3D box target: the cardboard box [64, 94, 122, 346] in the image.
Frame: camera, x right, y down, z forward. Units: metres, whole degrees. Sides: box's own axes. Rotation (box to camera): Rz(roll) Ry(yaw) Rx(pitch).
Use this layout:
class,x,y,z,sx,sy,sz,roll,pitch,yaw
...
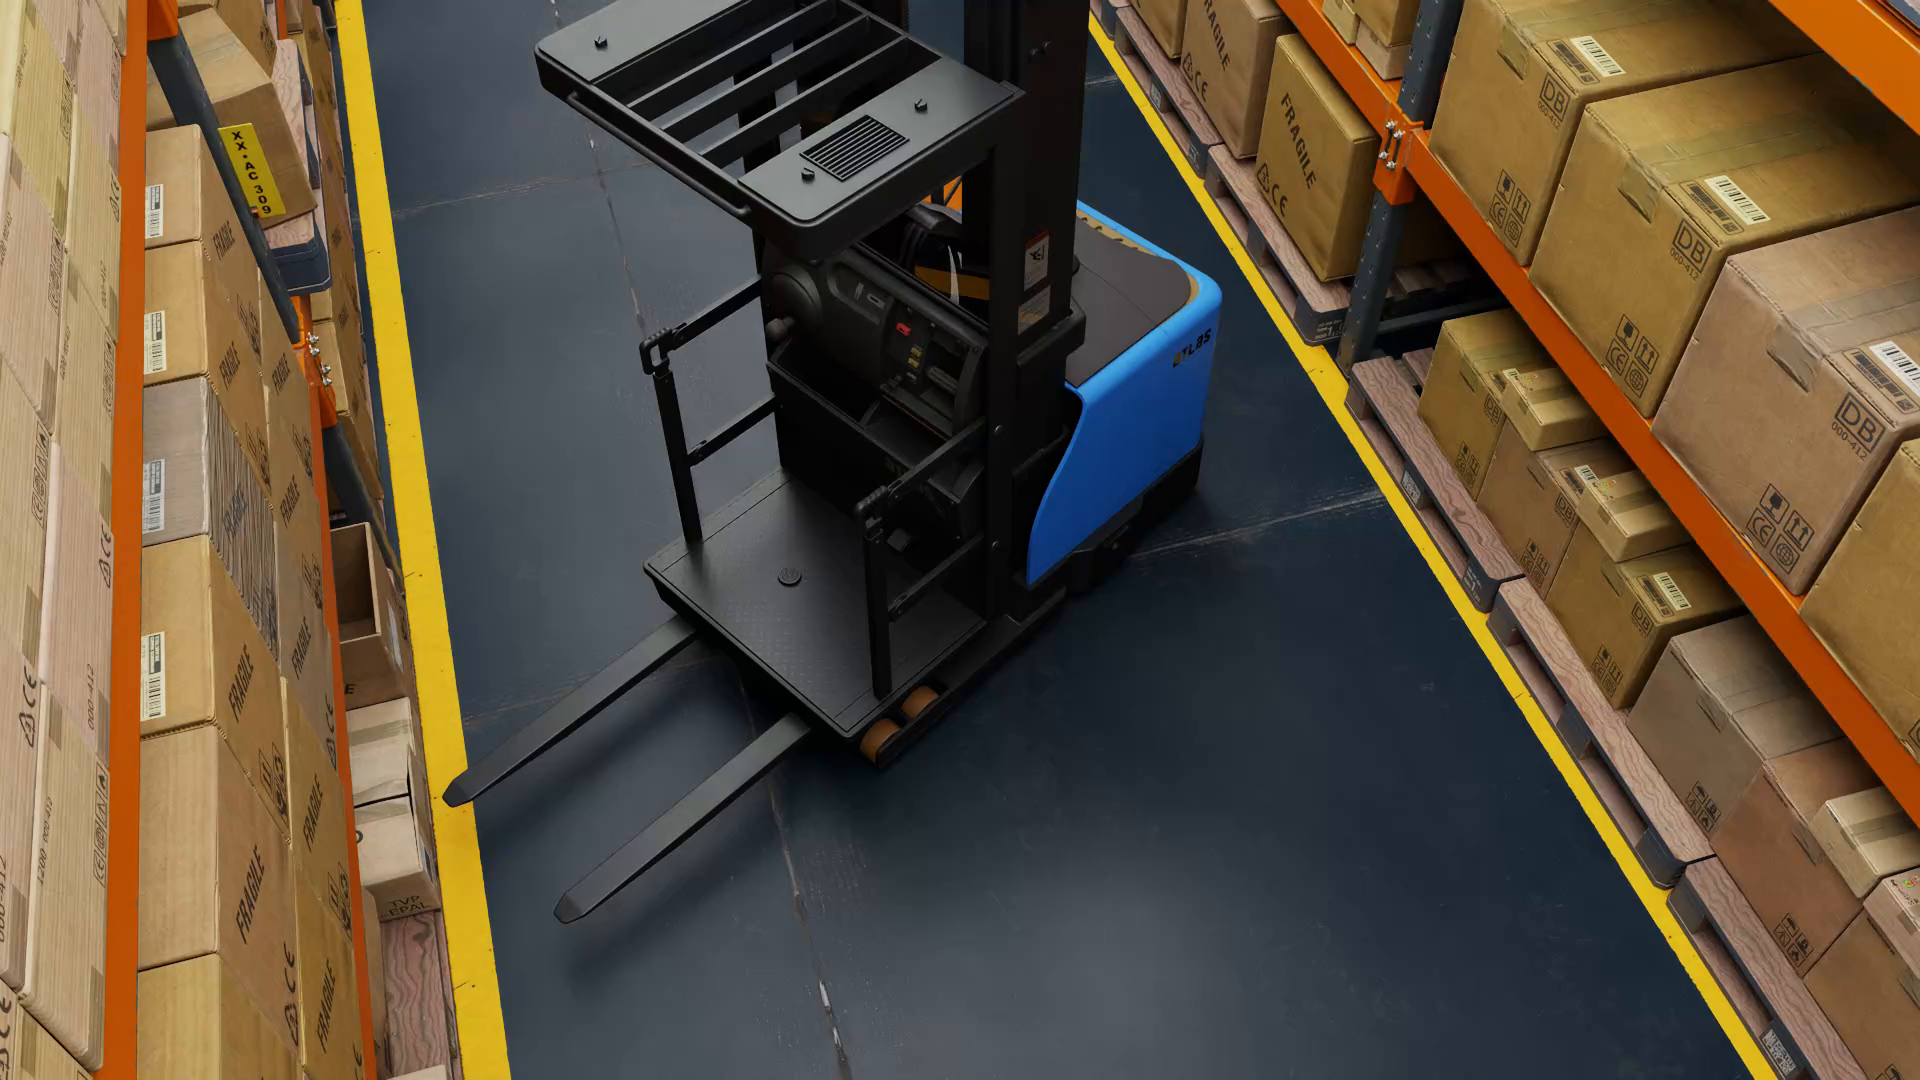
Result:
class,x,y,z,sx,sy,sz,roll,pitch,yaw
cardboard box,-1.924,-0.576,3.199,0.500,0.250,0.500,-13,51,-11

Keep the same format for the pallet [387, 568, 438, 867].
class,x,y,z,sx,sy,sz,roll,pitch,yaw
pallet,-2.414,0.717,5.797,1.003,0.211,1.213,-13,51,-11

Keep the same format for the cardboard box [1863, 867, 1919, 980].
class,x,y,z,sx,sy,sz,roll,pitch,yaw
cardboard box,2.784,1.036,4.641,0.380,0.149,0.250,-14,51,-11

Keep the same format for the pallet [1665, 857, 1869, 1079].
class,x,y,z,sx,sy,sz,roll,pitch,yaw
pallet,2.987,1.448,5.181,1.003,0.211,1.213,-13,51,-11

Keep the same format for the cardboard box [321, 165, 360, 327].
class,x,y,z,sx,sy,sz,roll,pitch,yaw
cardboard box,-2.835,-1.181,6.921,0.500,0.500,0.500,-13,51,-11

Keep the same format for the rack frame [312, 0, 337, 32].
class,x,y,z,sx,sy,sz,roll,pitch,yaw
rack frame,-3.799,-3.605,7.617,1.000,3.000,0.127,-13,51,-11

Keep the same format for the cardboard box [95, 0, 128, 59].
class,x,y,z,sx,sy,sz,roll,pitch,yaw
cardboard box,-2.218,-1.307,3.816,0.500,0.250,0.500,-13,51,-11

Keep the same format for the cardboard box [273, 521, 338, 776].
class,x,y,z,sx,sy,sz,roll,pitch,yaw
cardboard box,-1.915,0.343,4.224,0.500,0.500,0.500,-12,51,-10

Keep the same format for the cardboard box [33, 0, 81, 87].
class,x,y,z,sx,sy,sz,roll,pitch,yaw
cardboard box,-2.068,-1.103,3.317,0.500,0.250,0.500,-13,51,-11

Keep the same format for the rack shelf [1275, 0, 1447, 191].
class,x,y,z,sx,sy,sz,roll,pitch,yaw
rack shelf,1.524,-3.035,7.607,1.077,0.370,4.000,-13,51,-11

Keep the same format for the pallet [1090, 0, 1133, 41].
class,x,y,z,sx,sy,sz,roll,pitch,yaw
pallet,1.094,-3.236,9.129,1.003,0.211,1.213,-13,51,-11

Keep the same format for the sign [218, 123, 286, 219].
class,x,y,z,sx,sy,sz,roll,pitch,yaw
sign,-2.100,-1.091,4.931,0.100,0.325,0.005,-13,51,-11

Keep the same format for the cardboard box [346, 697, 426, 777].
class,x,y,z,sx,sy,sz,roll,pitch,yaw
cardboard box,-2.008,0.706,5.559,0.380,0.149,0.250,-13,51,-11

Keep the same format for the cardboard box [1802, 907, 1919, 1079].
class,x,y,z,sx,sy,sz,roll,pitch,yaw
cardboard box,2.996,1.297,4.844,0.700,0.500,0.500,-13,51,-11

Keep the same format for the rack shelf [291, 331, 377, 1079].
class,x,y,z,sx,sy,sz,roll,pitch,yaw
rack shelf,-2.024,1.009,4.197,1.077,0.370,4.000,-13,51,-11

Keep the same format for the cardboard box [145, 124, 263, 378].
class,x,y,z,sx,sy,sz,roll,pitch,yaw
cardboard box,-2.219,-0.727,4.471,0.500,0.500,0.500,-13,51,-11

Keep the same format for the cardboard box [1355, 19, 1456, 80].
class,x,y,z,sx,sy,sz,roll,pitch,yaw
cardboard box,1.745,-1.914,6.343,0.380,0.149,0.250,-13,51,-11

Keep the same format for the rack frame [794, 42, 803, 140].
class,x,y,z,sx,sy,sz,roll,pitch,yaw
rack frame,-0.481,-2.001,7.246,0.500,1.500,0.032,-28,55,-22

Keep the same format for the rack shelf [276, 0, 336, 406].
class,x,y,z,sx,sy,sz,roll,pitch,yaw
rack shelf,-3.207,-1.912,6.660,1.077,0.370,4.000,-13,51,-11

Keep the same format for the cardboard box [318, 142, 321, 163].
class,x,y,z,sx,sy,sz,roll,pitch,yaw
cardboard box,-2.971,-1.766,6.923,0.500,0.250,0.500,-14,51,-12

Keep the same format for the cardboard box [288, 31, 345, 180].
class,x,y,z,sx,sy,sz,roll,pitch,yaw
cardboard box,-3.145,-1.933,7.554,0.500,0.500,0.500,-15,51,-12

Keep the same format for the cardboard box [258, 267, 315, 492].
class,x,y,z,sx,sy,sz,roll,pitch,yaw
cardboard box,-2.223,-0.408,4.857,0.500,0.500,0.500,-13,51,-10

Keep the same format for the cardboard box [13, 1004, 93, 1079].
class,x,y,z,sx,sy,sz,roll,pitch,yaw
cardboard box,-1.342,0.887,1.966,0.500,0.250,0.500,-13,51,-11

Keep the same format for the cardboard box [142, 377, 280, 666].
class,x,y,z,sx,sy,sz,roll,pitch,yaw
cardboard box,-1.916,0.015,3.846,0.500,0.500,0.500,-13,51,-11

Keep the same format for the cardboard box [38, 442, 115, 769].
class,x,y,z,sx,sy,sz,roll,pitch,yaw
cardboard box,-1.627,0.154,2.584,0.500,0.250,0.500,-13,51,-11

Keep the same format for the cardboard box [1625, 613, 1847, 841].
class,x,y,z,sx,sy,sz,roll,pitch,yaw
cardboard box,2.698,0.565,5.462,0.700,0.500,0.500,-15,51,-12

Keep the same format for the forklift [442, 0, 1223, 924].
class,x,y,z,sx,sy,sz,roll,pitch,yaw
forklift,-0.433,-0.602,5.130,1.130,2.935,3.031,36,59,27

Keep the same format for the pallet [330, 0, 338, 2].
class,x,y,z,sx,sy,sz,roll,pitch,yaw
pallet,-4.005,-3.316,9.197,1.003,0.211,1.213,-13,51,-11

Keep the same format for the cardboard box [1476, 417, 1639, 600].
class,x,y,z,sx,sy,sz,roll,pitch,yaw
cardboard box,2.384,-0.199,6.105,0.700,0.500,0.500,-14,51,-11

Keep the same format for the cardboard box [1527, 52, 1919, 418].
class,x,y,z,sx,sy,sz,roll,pitch,yaw
cardboard box,2.471,-0.968,5.198,0.980,0.700,0.700,-14,51,-12

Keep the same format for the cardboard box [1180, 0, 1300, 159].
class,x,y,z,sx,sy,sz,roll,pitch,yaw
cardboard box,1.533,-2.342,7.684,0.750,0.750,0.750,-12,51,-10

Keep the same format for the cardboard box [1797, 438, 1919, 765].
class,x,y,z,sx,sy,sz,roll,pitch,yaw
cardboard box,2.912,0.120,4.281,0.980,0.700,0.700,-14,51,-11

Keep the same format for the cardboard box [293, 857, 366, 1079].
class,x,y,z,sx,sy,sz,roll,pitch,yaw
cardboard box,-1.615,1.079,3.602,0.500,0.500,0.500,-13,51,-11

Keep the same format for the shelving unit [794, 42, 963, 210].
class,x,y,z,sx,sy,sz,roll,pitch,yaw
shelving unit,-0.184,-1.677,6.972,0.587,1.500,1.083,-28,55,-22

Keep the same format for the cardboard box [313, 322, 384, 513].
class,x,y,z,sx,sy,sz,roll,pitch,yaw
cardboard box,-2.526,-0.428,6.286,0.500,0.500,0.500,-15,52,-13

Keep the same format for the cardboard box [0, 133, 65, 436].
class,x,y,z,sx,sy,sz,roll,pitch,yaw
cardboard box,-1.775,-0.372,2.701,0.500,0.250,0.500,-13,51,-11

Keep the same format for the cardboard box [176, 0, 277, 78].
class,x,y,z,sx,sy,sz,roll,pitch,yaw
cardboard box,-2.806,-1.735,5.701,0.700,0.500,0.500,-6,50,-5

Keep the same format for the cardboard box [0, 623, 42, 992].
class,x,y,z,sx,sy,sz,roll,pitch,yaw
cardboard box,-1.477,0.358,2.085,0.500,0.250,0.500,-13,51,-11

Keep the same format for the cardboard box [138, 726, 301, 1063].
class,x,y,z,sx,sy,sz,roll,pitch,yaw
cardboard box,-1.617,0.753,3.223,0.500,0.500,0.500,-13,51,-10

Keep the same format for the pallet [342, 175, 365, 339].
class,x,y,z,sx,sy,sz,roll,pitch,yaw
pallet,-3.257,-1.263,7.466,1.003,0.211,1.213,-13,51,-11

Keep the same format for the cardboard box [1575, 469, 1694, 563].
class,x,y,z,sx,sy,sz,roll,pitch,yaw
cardboard box,2.320,-0.103,5.600,0.380,0.149,0.250,-15,51,-12

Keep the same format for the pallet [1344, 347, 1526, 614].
class,x,y,z,sx,sy,sz,roll,pitch,yaw
pallet,2.265,-0.334,6.683,1.003,0.211,1.213,-13,51,-11

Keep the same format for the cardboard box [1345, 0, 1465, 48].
class,x,y,z,sx,sy,sz,roll,pitch,yaw
cardboard box,1.738,-2.221,6.177,0.500,0.500,0.500,-14,51,-12

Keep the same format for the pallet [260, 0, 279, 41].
class,x,y,z,sx,sy,sz,roll,pitch,yaw
pallet,-3.219,-2.123,6.493,1.003,0.211,1.213,-13,51,-11

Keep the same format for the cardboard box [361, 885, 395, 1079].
class,x,y,z,sx,sy,sz,roll,pitch,yaw
cardboard box,-2.055,1.351,4.784,0.797,0.503,0.637,-13,51,-11
